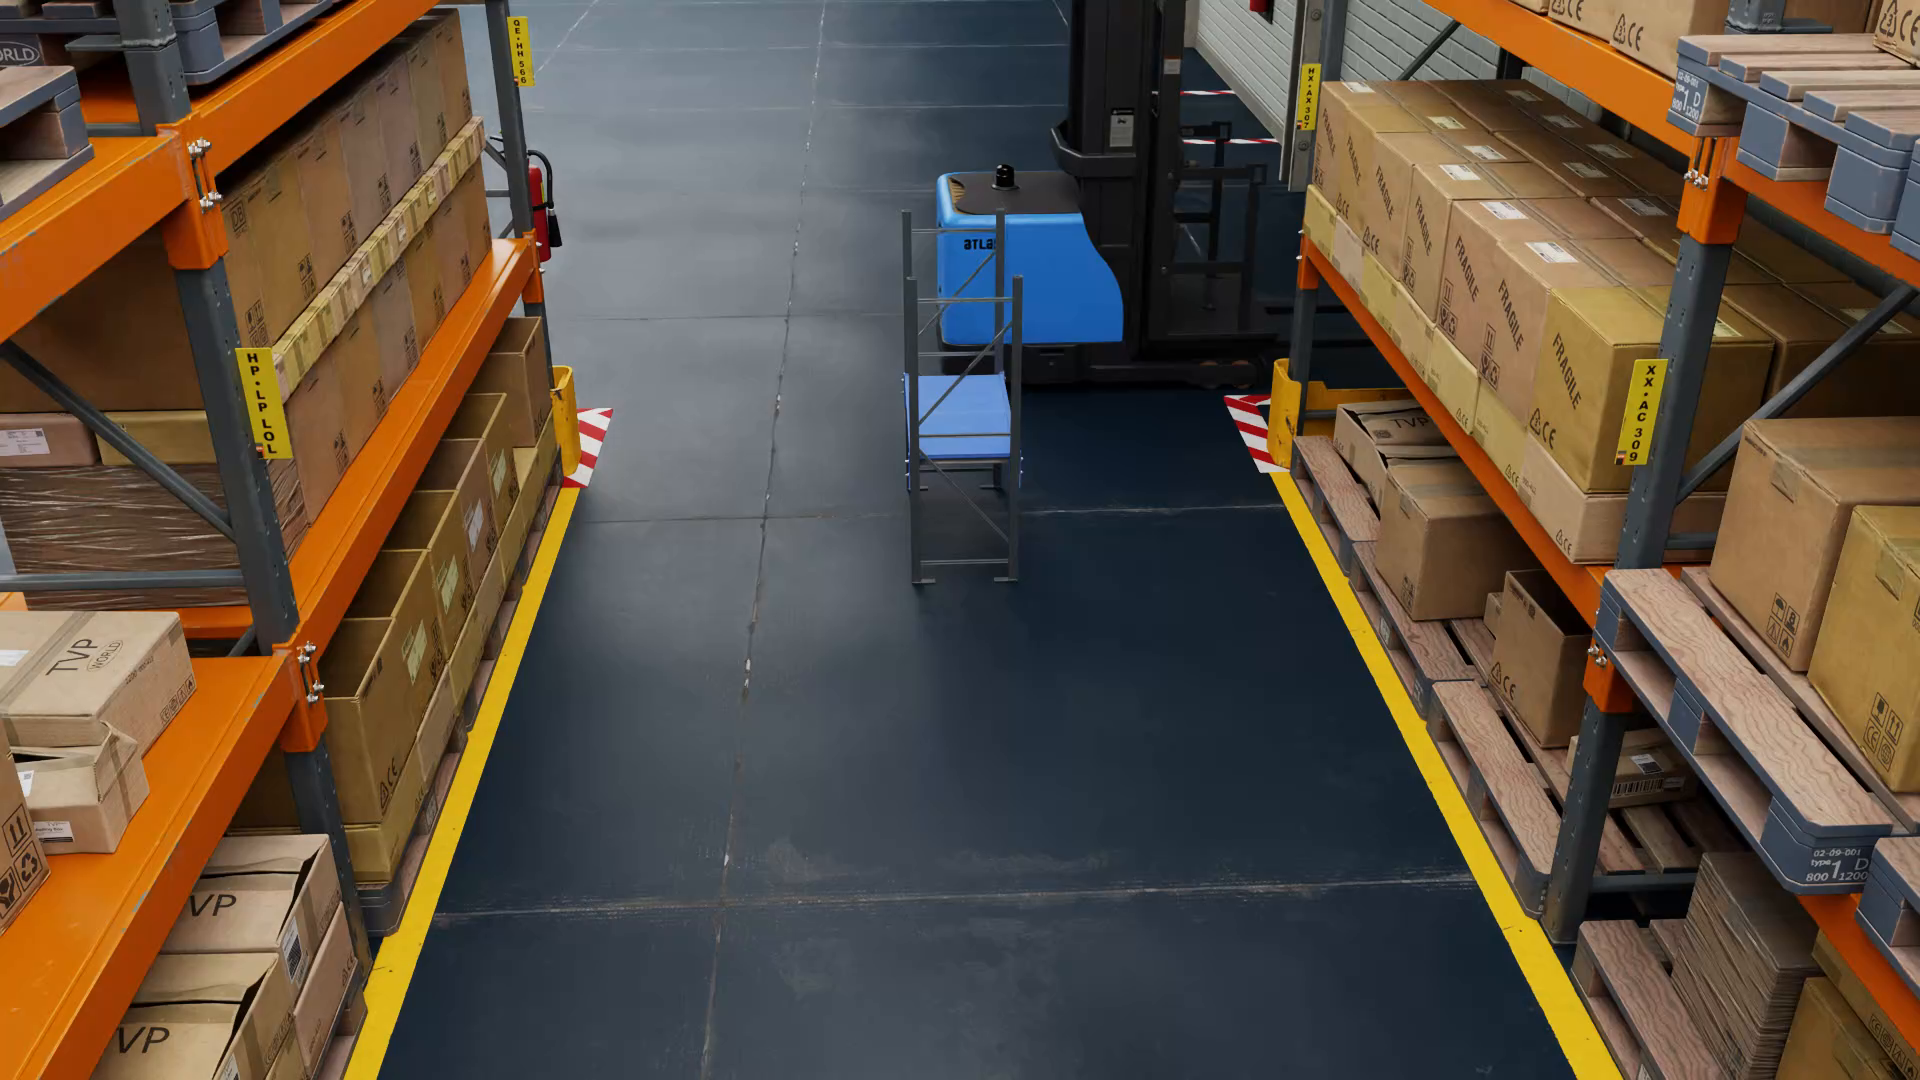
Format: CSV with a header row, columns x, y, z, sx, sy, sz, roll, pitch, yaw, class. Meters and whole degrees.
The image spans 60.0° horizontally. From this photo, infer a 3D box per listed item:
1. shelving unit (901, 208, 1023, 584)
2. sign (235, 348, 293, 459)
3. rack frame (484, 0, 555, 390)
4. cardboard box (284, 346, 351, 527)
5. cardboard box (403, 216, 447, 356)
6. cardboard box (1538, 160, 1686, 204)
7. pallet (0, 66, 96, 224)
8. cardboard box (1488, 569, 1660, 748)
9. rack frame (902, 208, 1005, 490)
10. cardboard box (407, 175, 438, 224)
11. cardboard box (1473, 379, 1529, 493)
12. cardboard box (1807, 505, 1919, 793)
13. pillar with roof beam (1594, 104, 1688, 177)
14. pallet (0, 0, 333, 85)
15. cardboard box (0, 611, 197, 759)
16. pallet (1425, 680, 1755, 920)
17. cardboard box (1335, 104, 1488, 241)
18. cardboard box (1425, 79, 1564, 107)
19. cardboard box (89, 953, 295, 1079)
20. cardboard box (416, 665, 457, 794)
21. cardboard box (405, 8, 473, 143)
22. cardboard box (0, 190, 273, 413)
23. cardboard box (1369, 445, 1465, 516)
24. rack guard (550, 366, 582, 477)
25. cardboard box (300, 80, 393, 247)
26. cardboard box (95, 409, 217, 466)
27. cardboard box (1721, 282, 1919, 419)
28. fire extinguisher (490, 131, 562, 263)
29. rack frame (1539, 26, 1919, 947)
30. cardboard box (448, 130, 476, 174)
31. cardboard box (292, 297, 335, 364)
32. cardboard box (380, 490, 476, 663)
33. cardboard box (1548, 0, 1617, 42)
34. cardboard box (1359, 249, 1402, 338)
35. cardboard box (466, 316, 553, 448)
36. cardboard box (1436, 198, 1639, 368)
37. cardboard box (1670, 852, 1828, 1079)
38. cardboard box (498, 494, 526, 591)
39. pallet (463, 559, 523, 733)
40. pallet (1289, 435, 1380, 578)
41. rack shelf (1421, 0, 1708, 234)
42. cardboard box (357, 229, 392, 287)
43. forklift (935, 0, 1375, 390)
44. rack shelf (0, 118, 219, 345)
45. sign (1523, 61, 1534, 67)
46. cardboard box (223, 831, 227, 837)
x,y,z,sx,sy,sz,roll,pitch,yaw,class
-0.004,-0.704,7.979,0.538,1.500,1.048,-1,28,-3,shelving unit
-1.908,-0.372,4.553,0.100,0.325,0.005,-1,28,-3,sign
-2.658,-1.723,8.310,1.000,3.000,0.127,-1,28,-3,rack frame
-2.512,-0.368,5.604,0.700,0.500,0.500,-2,28,-3,cardboard box
-2.594,-1.080,6.968,0.700,0.500,0.500,-1,28,-2,cardboard box
2.600,-1.203,6.642,0.500,0.500,0.500,-1,28,-2,cardboard box
-2.390,-0.714,3.338,0.805,0.209,1.217,-2,28,-5,pallet
2.404,0.438,6.394,0.500,0.500,0.500,-3,28,-7,cardboard box
-0.031,-0.939,8.429,0.500,1.500,0.032,-1,28,-3,rack frame
-2.394,-1.407,6.894,0.380,0.149,0.250,-1,28,-1,cardboard box
2.153,-0.381,5.878,0.500,0.250,0.500,-1,28,-2,cardboard box
2.512,0.258,3.929,0.700,0.500,0.500,1,28,3,cardboard box
-1.110,-4.098,6.376,9.100,9.000,0.400,-1,28,-3,pillar with roof beam
-2.519,-1.560,4.849,1.003,0.211,1.213,-1,28,-3,pallet
-2.380,0.417,4.369,0.500,0.250,0.500,0,28,1,cardboard box
2.427,0.930,6.239,1.003,0.211,1.213,-1,28,-3,pallet
2.030,-1.663,7.525,0.500,0.500,0.500,-1,28,-2,cardboard box
2.526,-1.907,7.992,0.500,0.500,0.500,-2,28,-3,cardboard box
-2.108,1.329,4.372,0.500,0.311,0.500,-1,28,-1,cardboard box
-2.191,0.705,6.175,0.500,0.250,0.500,-1,28,-3,cardboard box
-2.643,-2.102,7.526,0.700,0.500,0.500,-1,28,-2,cardboard box
-2.478,-0.700,4.838,0.700,0.500,0.500,-1,28,-2,cardboard box
2.265,-0.262,7.941,0.500,0.311,0.500,1,28,2,cardboard box
-2.659,-0.626,8.909,1.175,0.500,0.348,-1,28,-3,rack guard
-2.557,-1.395,6.171,0.700,0.500,0.500,-1,28,-3,cardboard box
-2.270,-0.337,4.842,0.380,0.149,0.250,-1,28,-3,cardboard box
2.682,-0.494,5.283,0.500,0.500,0.500,-2,28,-4,cardboard box
-2.200,-1.755,8.454,0.296,0.674,0.183,-1,28,-3,fire extinguisher
2.498,0.003,5.001,1.000,3.000,0.127,-1,28,-3,rack frame
-2.433,-1.762,7.576,0.380,0.149,0.250,-1,28,-1,cardboard box
-2.313,-0.693,5.525,0.380,0.149,0.250,-2,28,-3,cardboard box
-2.213,0.141,6.444,0.500,0.500,0.500,-1,28,-3,cardboard box
2.211,-1.841,5.164,0.500,0.500,0.500,-4,28,-7,cardboard box
2.059,-1.079,7.215,0.500,0.250,0.500,-2,28,-3,cardboard box
-2.333,-0.782,8.214,0.500,0.500,0.500,-1,28,-3,cardboard box
2.117,-0.946,6.150,0.500,0.500,0.500,-2,28,-4,cardboard box
2.553,1.256,4.826,0.700,0.500,0.500,0,28,-1,cardboard box
-2.269,0.012,7.503,0.500,0.250,0.500,-1,28,-3,cardboard box
-2.515,0.427,7.202,1.003,0.211,1.213,-1,28,-3,pallet
2.300,-0.197,8.399,1.003,0.211,1.213,-1,28,-3,pallet
2.393,-1.932,6.244,1.077,0.370,4.000,-1,28,-3,rack shelf
-2.354,-1.052,6.213,0.380,0.149,0.250,-2,28,-3,cardboard box
1.381,-2.447,9.771,3.031,2.935,1.130,-2,28,-3,forklift
-2.345,0.037,2.470,1.077,0.370,4.000,-1,28,-3,rack shelf
2.844,-2.502,8.210,0.100,0.325,0.005,-1,28,-3,sign
-2.691,0.948,5.707,0.500,0.250,0.500,-1,28,-3,cardboard box
